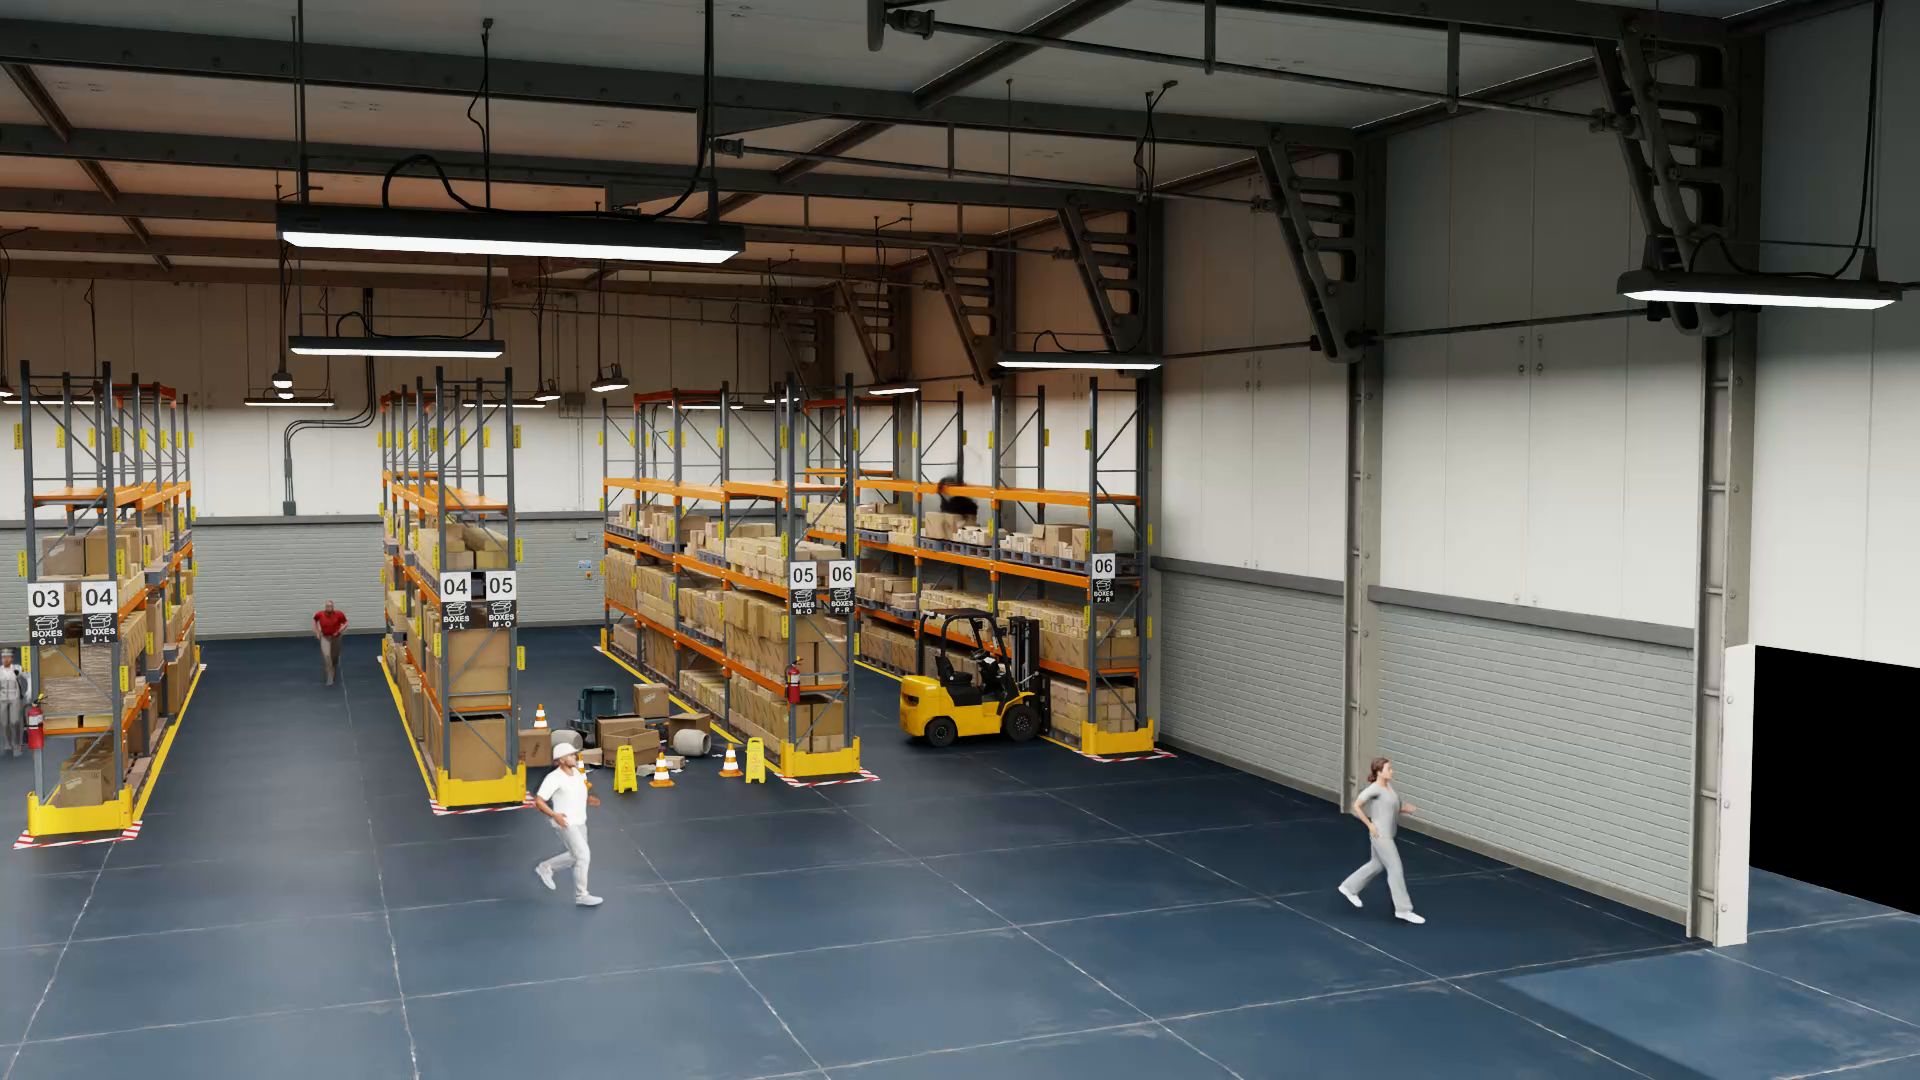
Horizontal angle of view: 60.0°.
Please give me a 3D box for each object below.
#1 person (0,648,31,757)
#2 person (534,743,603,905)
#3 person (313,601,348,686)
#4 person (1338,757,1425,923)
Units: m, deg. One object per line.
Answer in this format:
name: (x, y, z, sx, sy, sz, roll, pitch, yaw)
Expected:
person: (-15.085, 2.588, 26.408, 0.632, 1.764, 0.721, -1, 4, -21)
person: (-4.247, 3.054, 17.945, 0.846, 1.739, 0.703, 1, 4, 15)
person: (-13.018, 2.099, 34.386, 0.647, 1.738, 1.105, -1, 4, -23)
person: (4.401, 3.095, 17.354, 0.960, 1.665, 0.560, 2, 4, 32)
